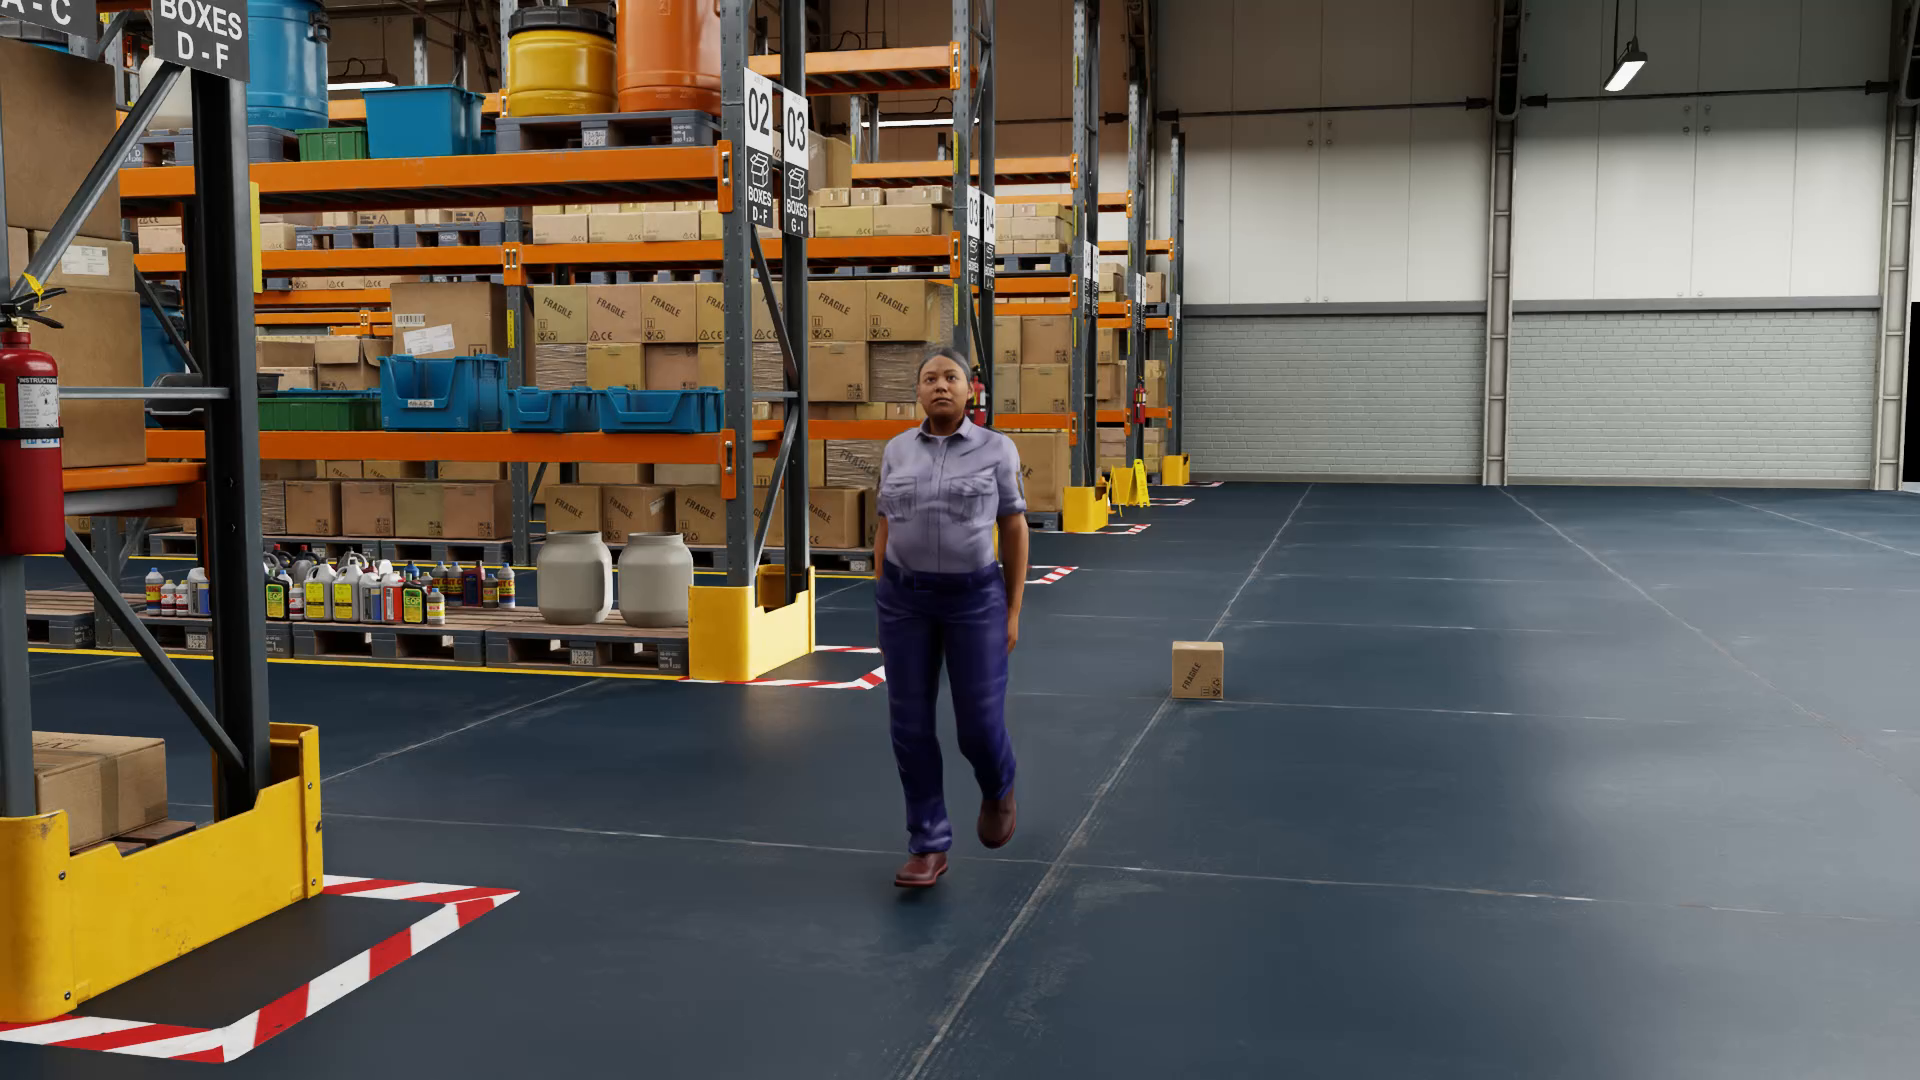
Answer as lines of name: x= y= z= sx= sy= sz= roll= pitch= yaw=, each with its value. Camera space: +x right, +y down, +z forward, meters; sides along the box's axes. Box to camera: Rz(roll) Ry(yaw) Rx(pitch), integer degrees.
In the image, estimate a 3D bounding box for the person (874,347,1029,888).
person: x=-0.030 y=0.224 z=5.118 sx=0.478 sy=1.615 sz=0.557 roll=1 pitch=5 yaw=14
